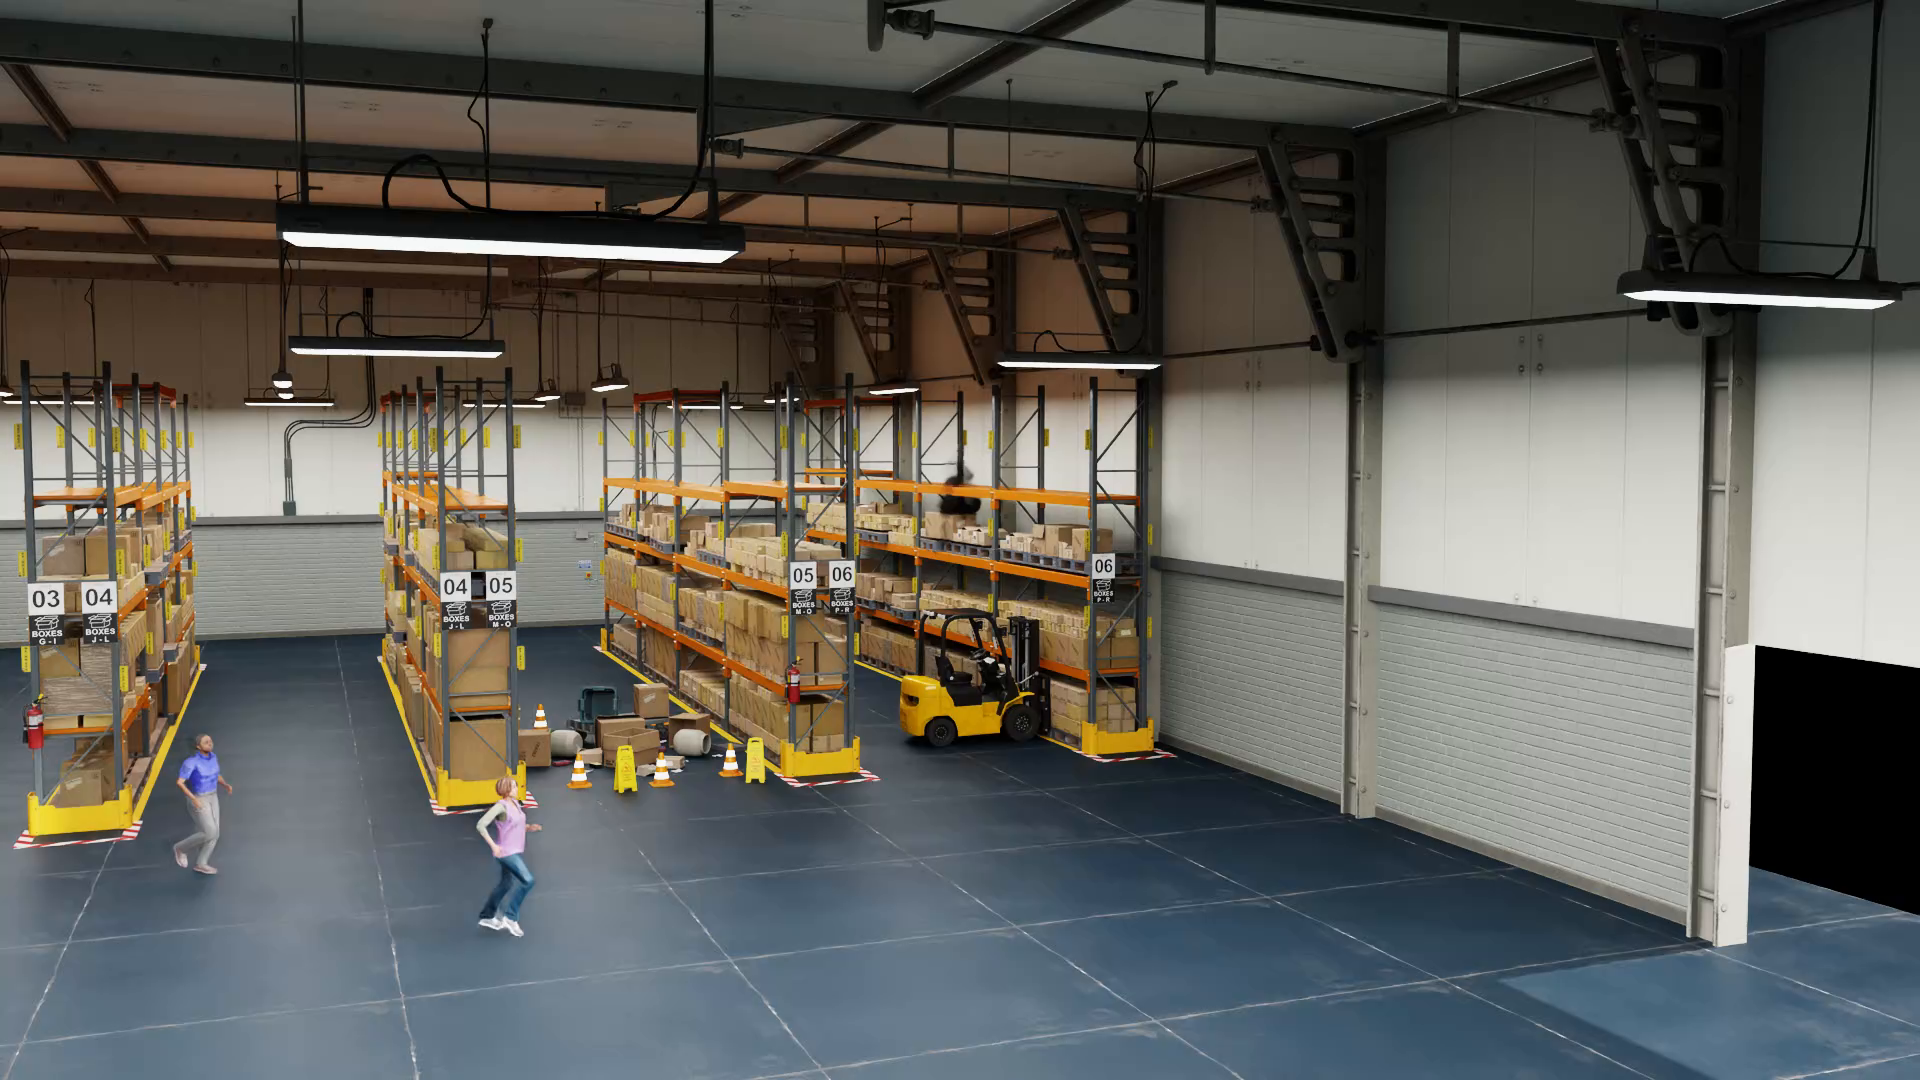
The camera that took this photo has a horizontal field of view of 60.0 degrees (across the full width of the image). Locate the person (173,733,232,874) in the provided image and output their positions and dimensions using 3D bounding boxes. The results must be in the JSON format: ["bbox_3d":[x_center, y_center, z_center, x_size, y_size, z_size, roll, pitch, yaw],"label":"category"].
[{"bbox_3d":[-8.749,3.044,19.257,0.591,1.626,0.570,1,4,15],"label":"person"}]

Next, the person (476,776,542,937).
[{"bbox_3d":[-4.551,3.193,16.792,0.682,1.614,0.503,0,3,1],"label":"person"}]
